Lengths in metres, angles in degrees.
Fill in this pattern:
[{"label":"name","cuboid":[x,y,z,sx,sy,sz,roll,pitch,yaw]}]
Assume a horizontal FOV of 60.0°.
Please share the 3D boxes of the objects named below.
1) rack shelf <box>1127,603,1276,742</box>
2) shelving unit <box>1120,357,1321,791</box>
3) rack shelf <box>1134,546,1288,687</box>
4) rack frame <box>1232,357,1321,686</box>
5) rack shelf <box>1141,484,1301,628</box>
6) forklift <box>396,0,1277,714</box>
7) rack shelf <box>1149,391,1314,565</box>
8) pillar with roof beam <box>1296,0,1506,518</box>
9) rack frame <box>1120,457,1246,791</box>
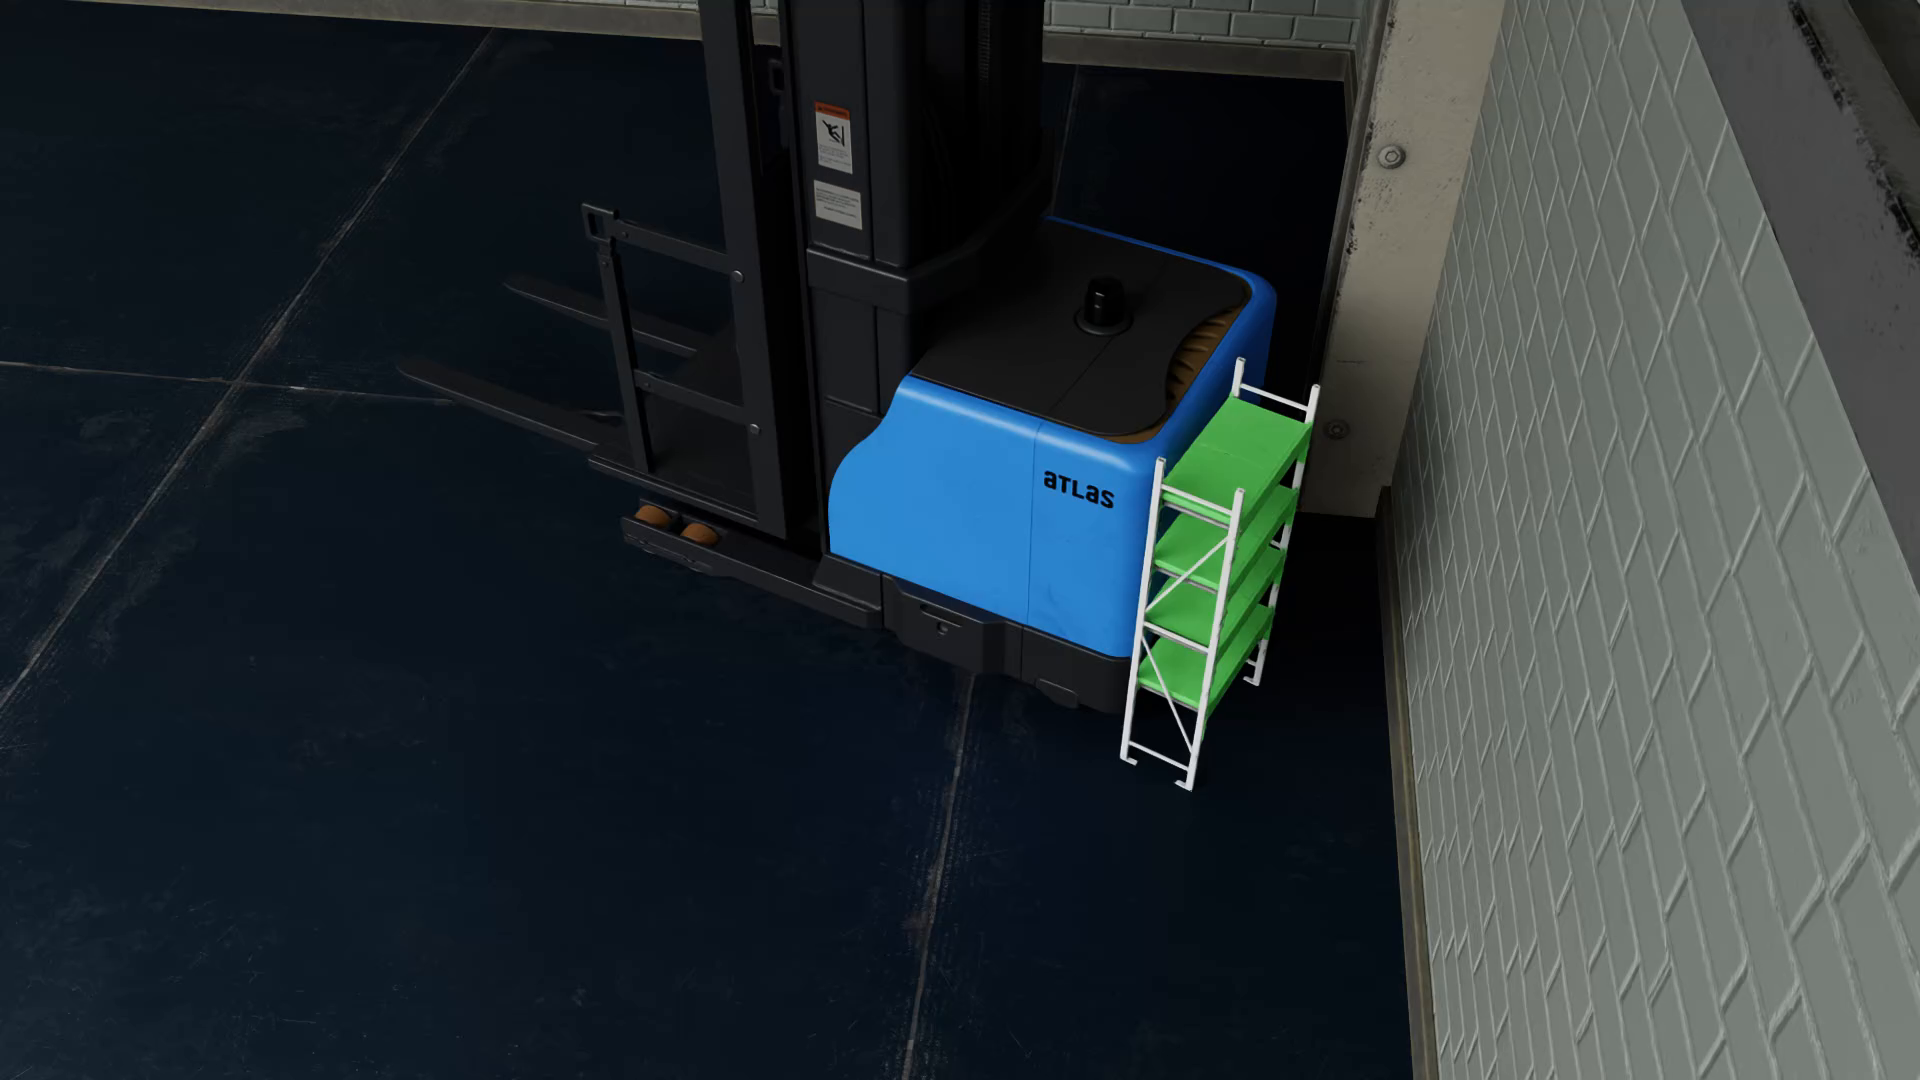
[{"label":"rack shelf","cuboid":[0.721,0.345,4.952,0.258,0.148,0.480,23,48,22]},{"label":"shelving unit","cuboid":[0.725,0.126,4.742,0.258,1.200,0.503,23,48,22]},{"label":"rack shelf","cuboid":[0.724,0.172,4.786,0.258,0.148,0.480,23,48,22]},{"label":"rack frame","cuboid":[0.851,-0.018,4.893,0.240,1.200,0.015,23,48,22]},{"label":"rack shelf","cuboid":[0.726,-0.001,4.620,0.258,0.148,0.480,23,48,22]},{"label":"forklift","cuboid":[-0.573,-1.256,4.945,3.031,2.935,1.130,20,47,20]},{"label":"rack shelf","cuboid":[0.729,-0.174,4.454,0.258,0.148,0.480,23,48,22]},{"label":"pillar with roof beam","cuboid":[-2.903,-3.882,3.305,9.100,9.000,0.400,5,44,6]},{"label":"rack frame","cuboid":[0.598,0.269,4.591,0.240,1.200,0.015,23,48,22]}]
